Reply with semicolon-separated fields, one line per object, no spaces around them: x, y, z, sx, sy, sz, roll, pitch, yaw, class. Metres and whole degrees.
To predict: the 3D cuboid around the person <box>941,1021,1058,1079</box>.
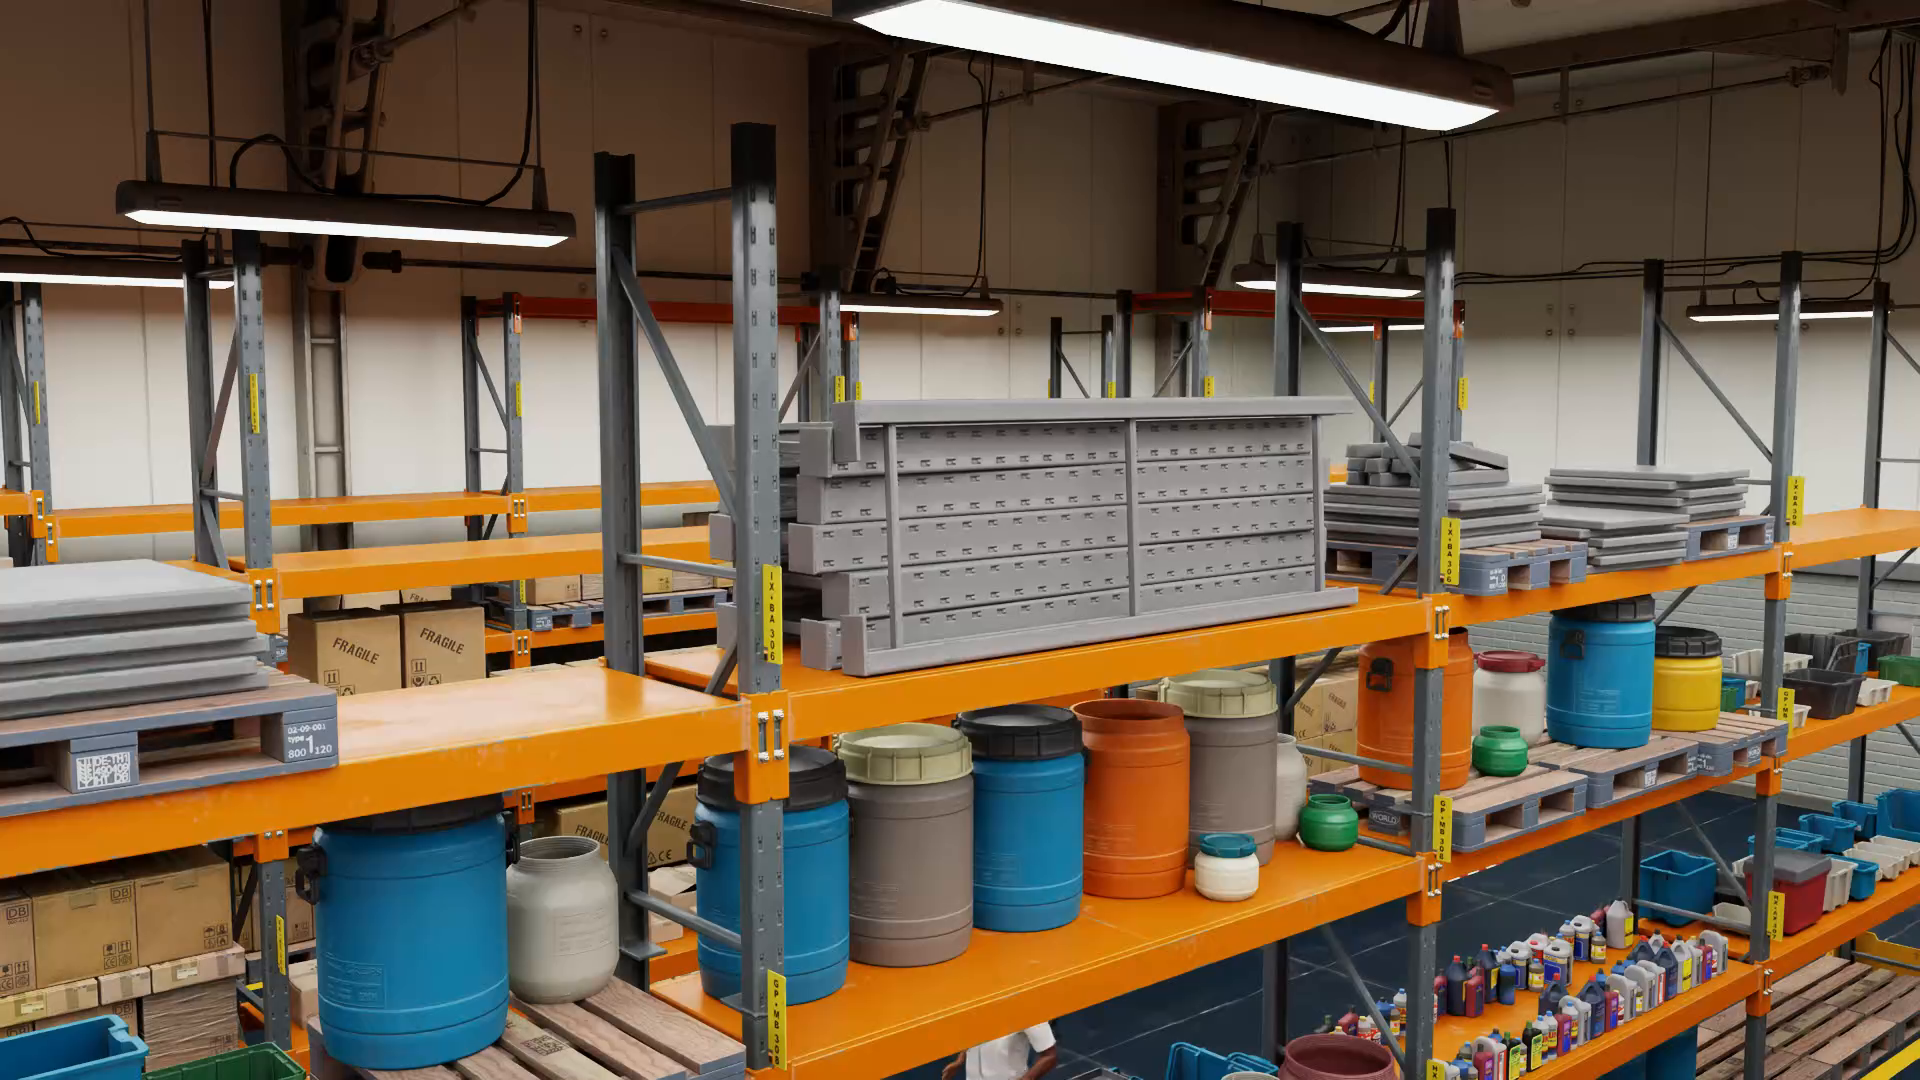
0.268;3.352;10.188;0.706;1.725;0.654;5;7;43;person
